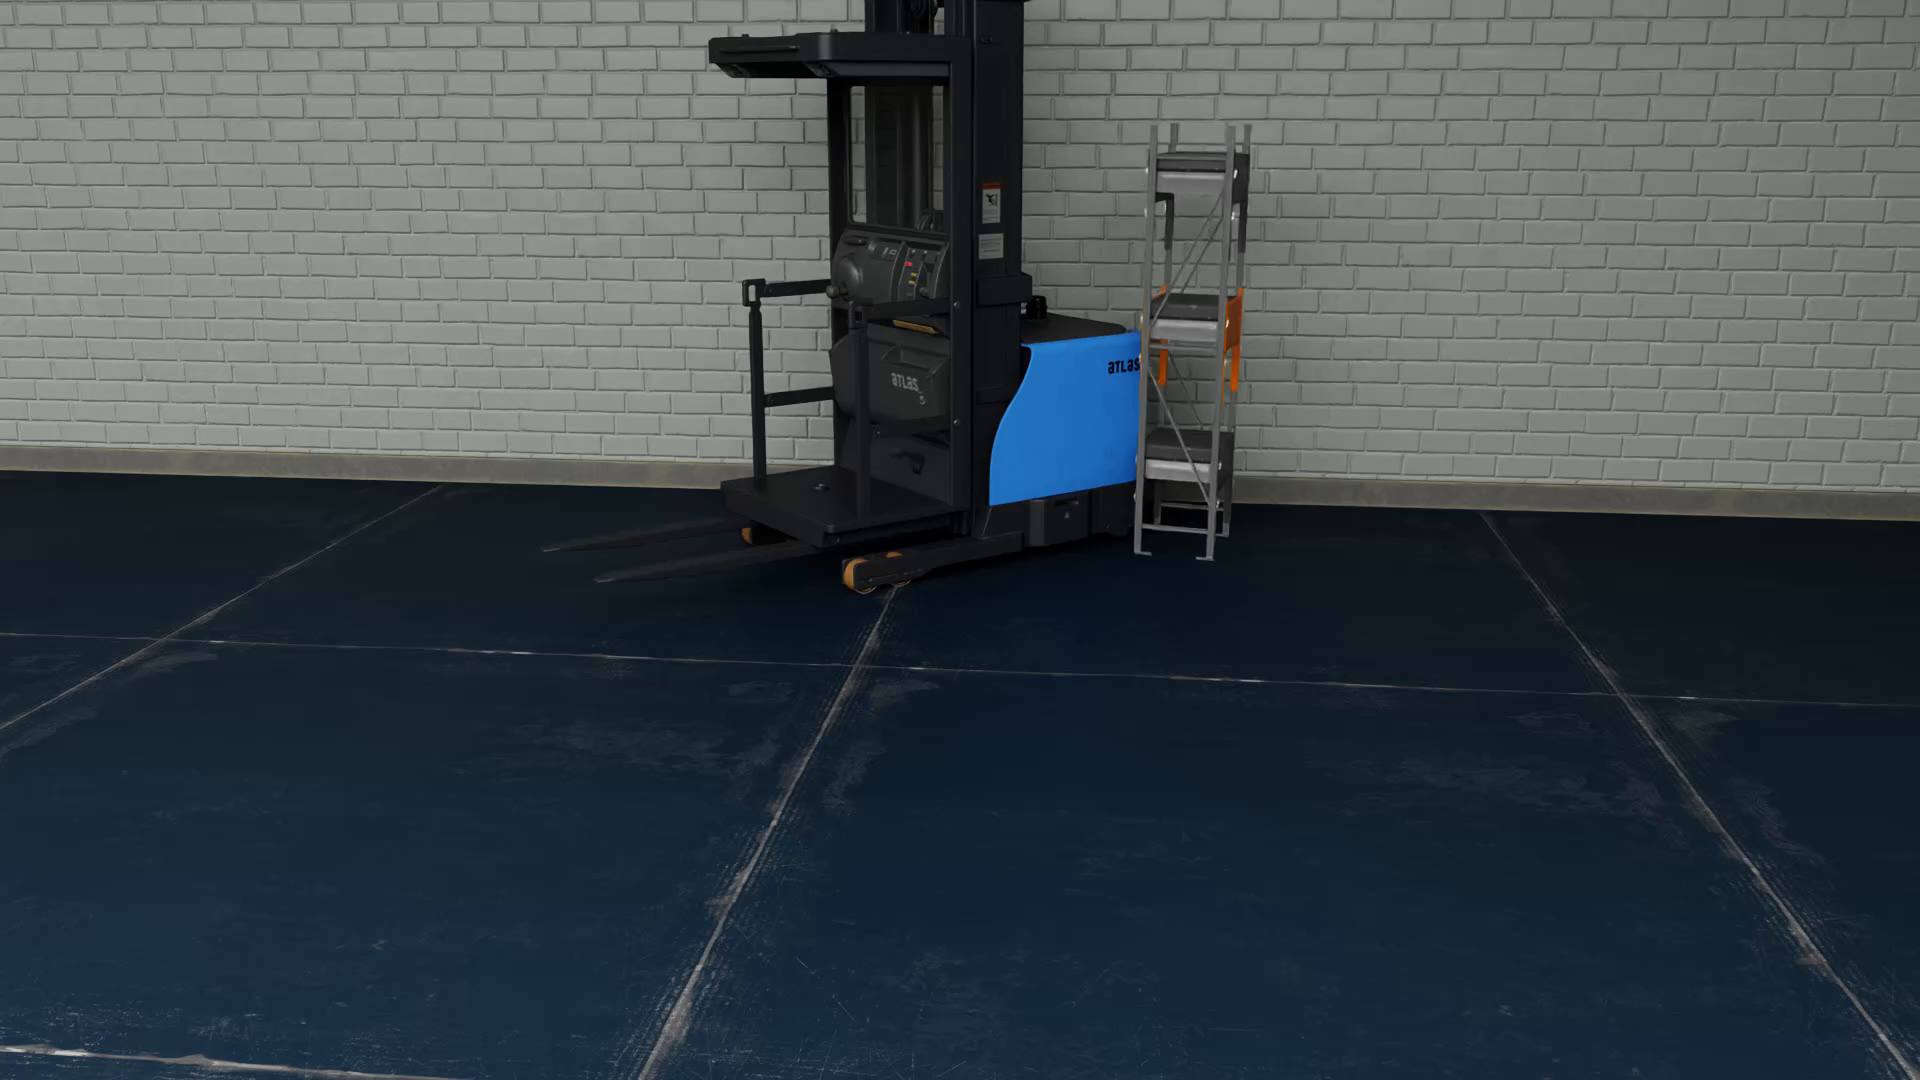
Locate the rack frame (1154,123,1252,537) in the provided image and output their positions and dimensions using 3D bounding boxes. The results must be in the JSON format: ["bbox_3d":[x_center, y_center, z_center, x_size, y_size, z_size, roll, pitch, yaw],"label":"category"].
[{"bbox_3d":[1.232,-1.049,8.511,0.400,2.100,0.015,5,16,17],"label":"rack frame"}]

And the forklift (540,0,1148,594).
[{"bbox_3d":[-0.514,-1.320,7.927,3.031,2.935,1.130,-11,18,-34],"label":"forklift"}]

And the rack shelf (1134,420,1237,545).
[{"bbox_3d":[1.148,-0.301,8.473,0.431,0.518,0.480,5,16,17],"label":"rack shelf"}]

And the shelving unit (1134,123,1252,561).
[{"bbox_3d":[1.156,-0.990,8.287,0.431,2.100,0.503,5,16,17],"label":"shelving unit"}]

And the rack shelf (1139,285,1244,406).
[{"bbox_3d":[1.156,-0.976,8.290,0.431,0.518,0.480,5,16,17],"label":"rack shelf"}]

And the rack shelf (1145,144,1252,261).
[{"bbox_3d":[1.163,-1.652,8.108,0.431,0.518,0.480,5,16,17],"label":"rack shelf"}]

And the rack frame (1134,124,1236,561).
[{"bbox_3d":[1.080,-0.930,8.063,0.400,2.100,0.015,5,16,17],"label":"rack frame"}]
